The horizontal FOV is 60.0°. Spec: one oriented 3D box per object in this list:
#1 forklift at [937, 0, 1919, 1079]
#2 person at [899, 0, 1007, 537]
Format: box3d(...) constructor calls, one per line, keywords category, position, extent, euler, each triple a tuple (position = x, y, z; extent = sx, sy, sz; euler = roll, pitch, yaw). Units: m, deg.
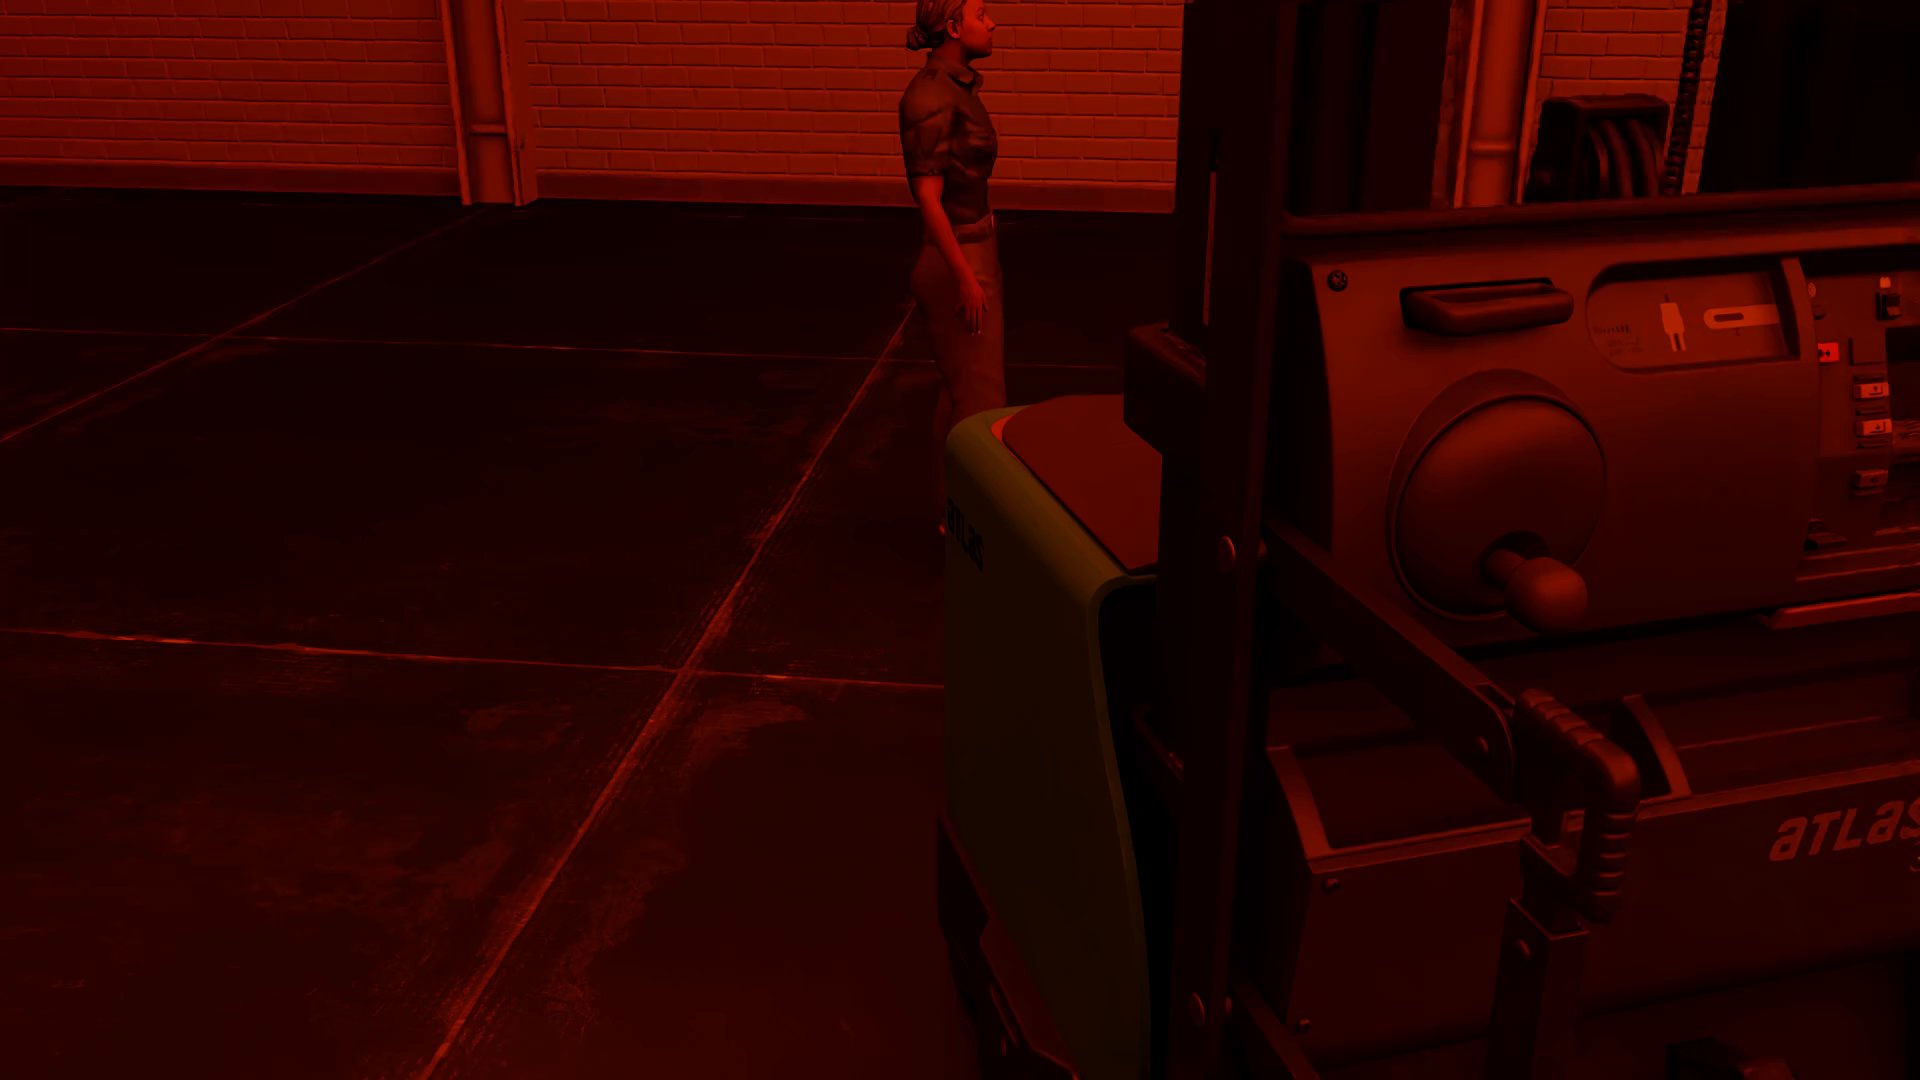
box3d(category="forklift", position=(0.849, -0.108, 1.520), extent=(1.130, 2.935, 3.031), euler=(-6, 23, -15))
box3d(category="person", position=(0.084, -0.762, 4.837), extent=(0.504, 1.654, 0.569), euler=(3, 22, 7))
